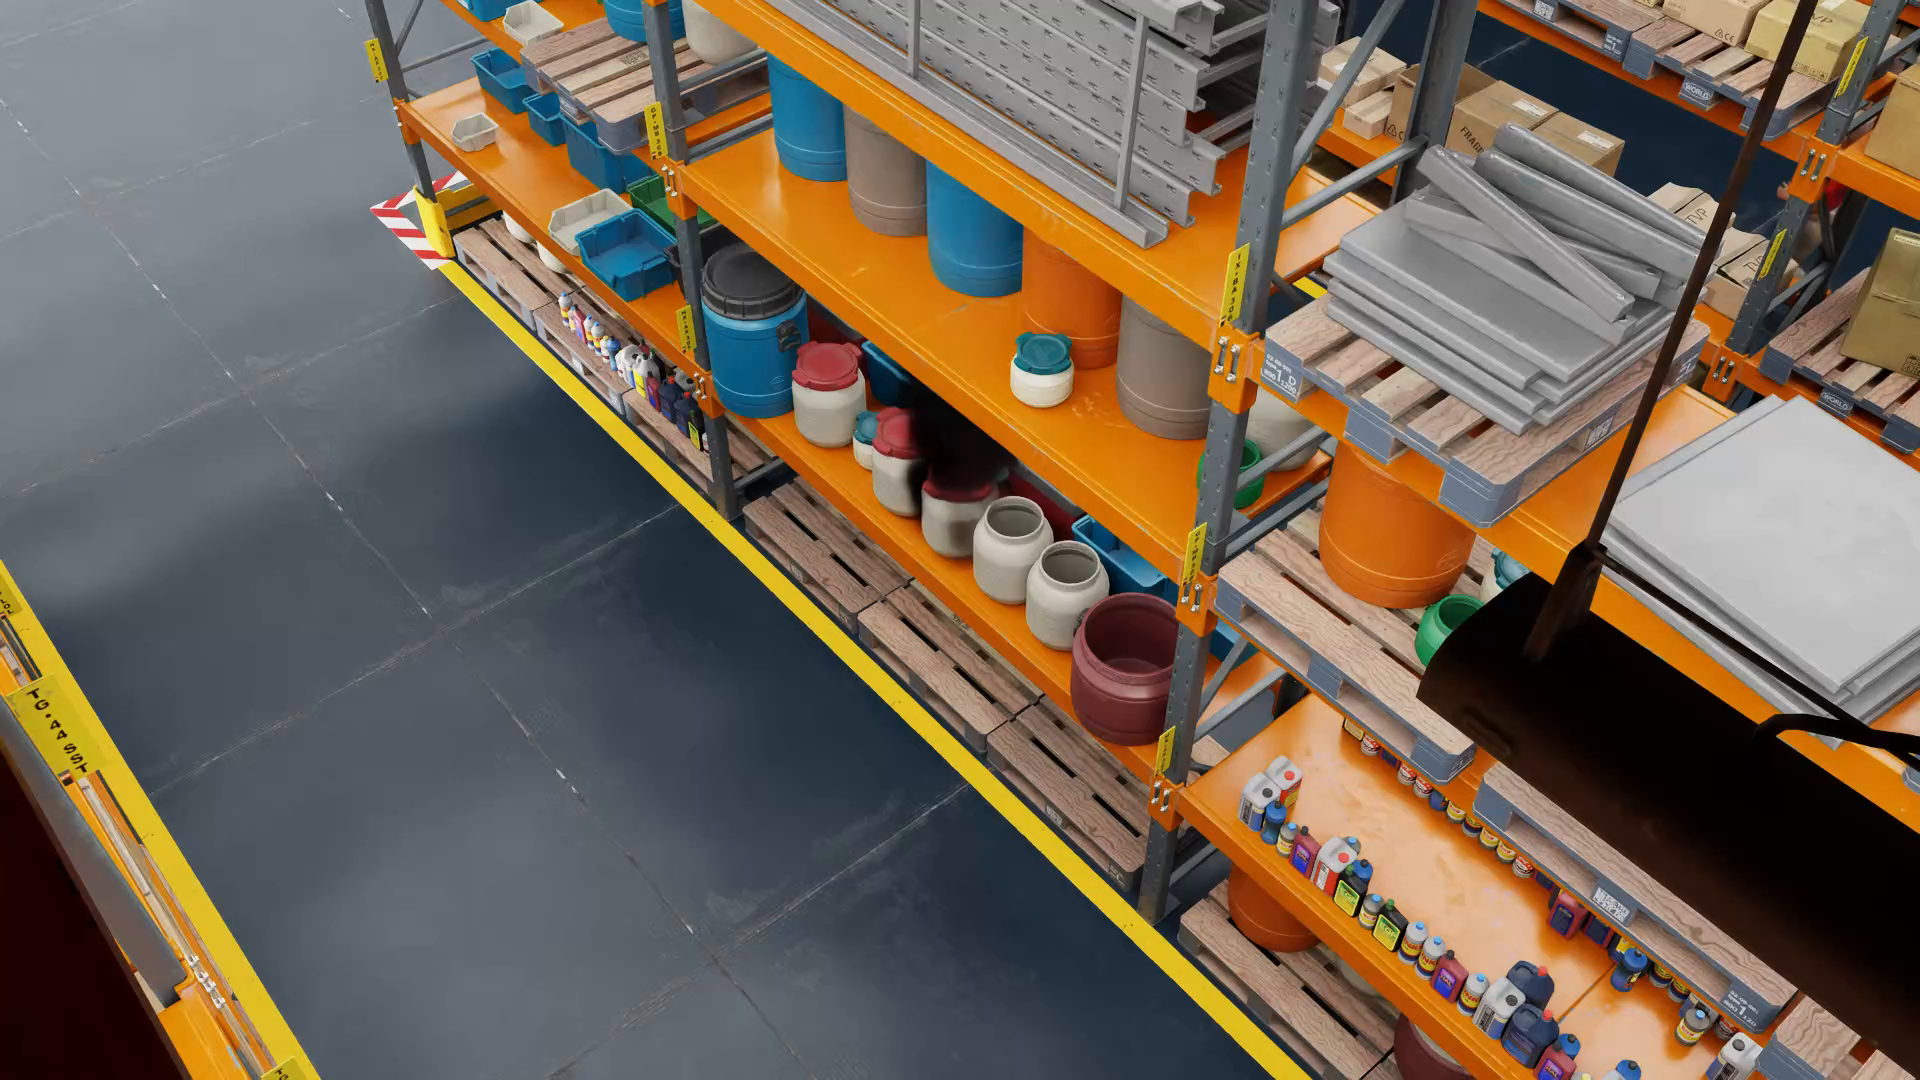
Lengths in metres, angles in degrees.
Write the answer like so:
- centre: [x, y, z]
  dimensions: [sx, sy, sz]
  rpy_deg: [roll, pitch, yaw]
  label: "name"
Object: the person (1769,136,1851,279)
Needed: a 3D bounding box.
- centre: [6.147, -2.216, 11.969]
  dimensions: [0.629, 1.665, 0.829]
  rpy_deg: [-29, 53, -25]
  label: "person"
